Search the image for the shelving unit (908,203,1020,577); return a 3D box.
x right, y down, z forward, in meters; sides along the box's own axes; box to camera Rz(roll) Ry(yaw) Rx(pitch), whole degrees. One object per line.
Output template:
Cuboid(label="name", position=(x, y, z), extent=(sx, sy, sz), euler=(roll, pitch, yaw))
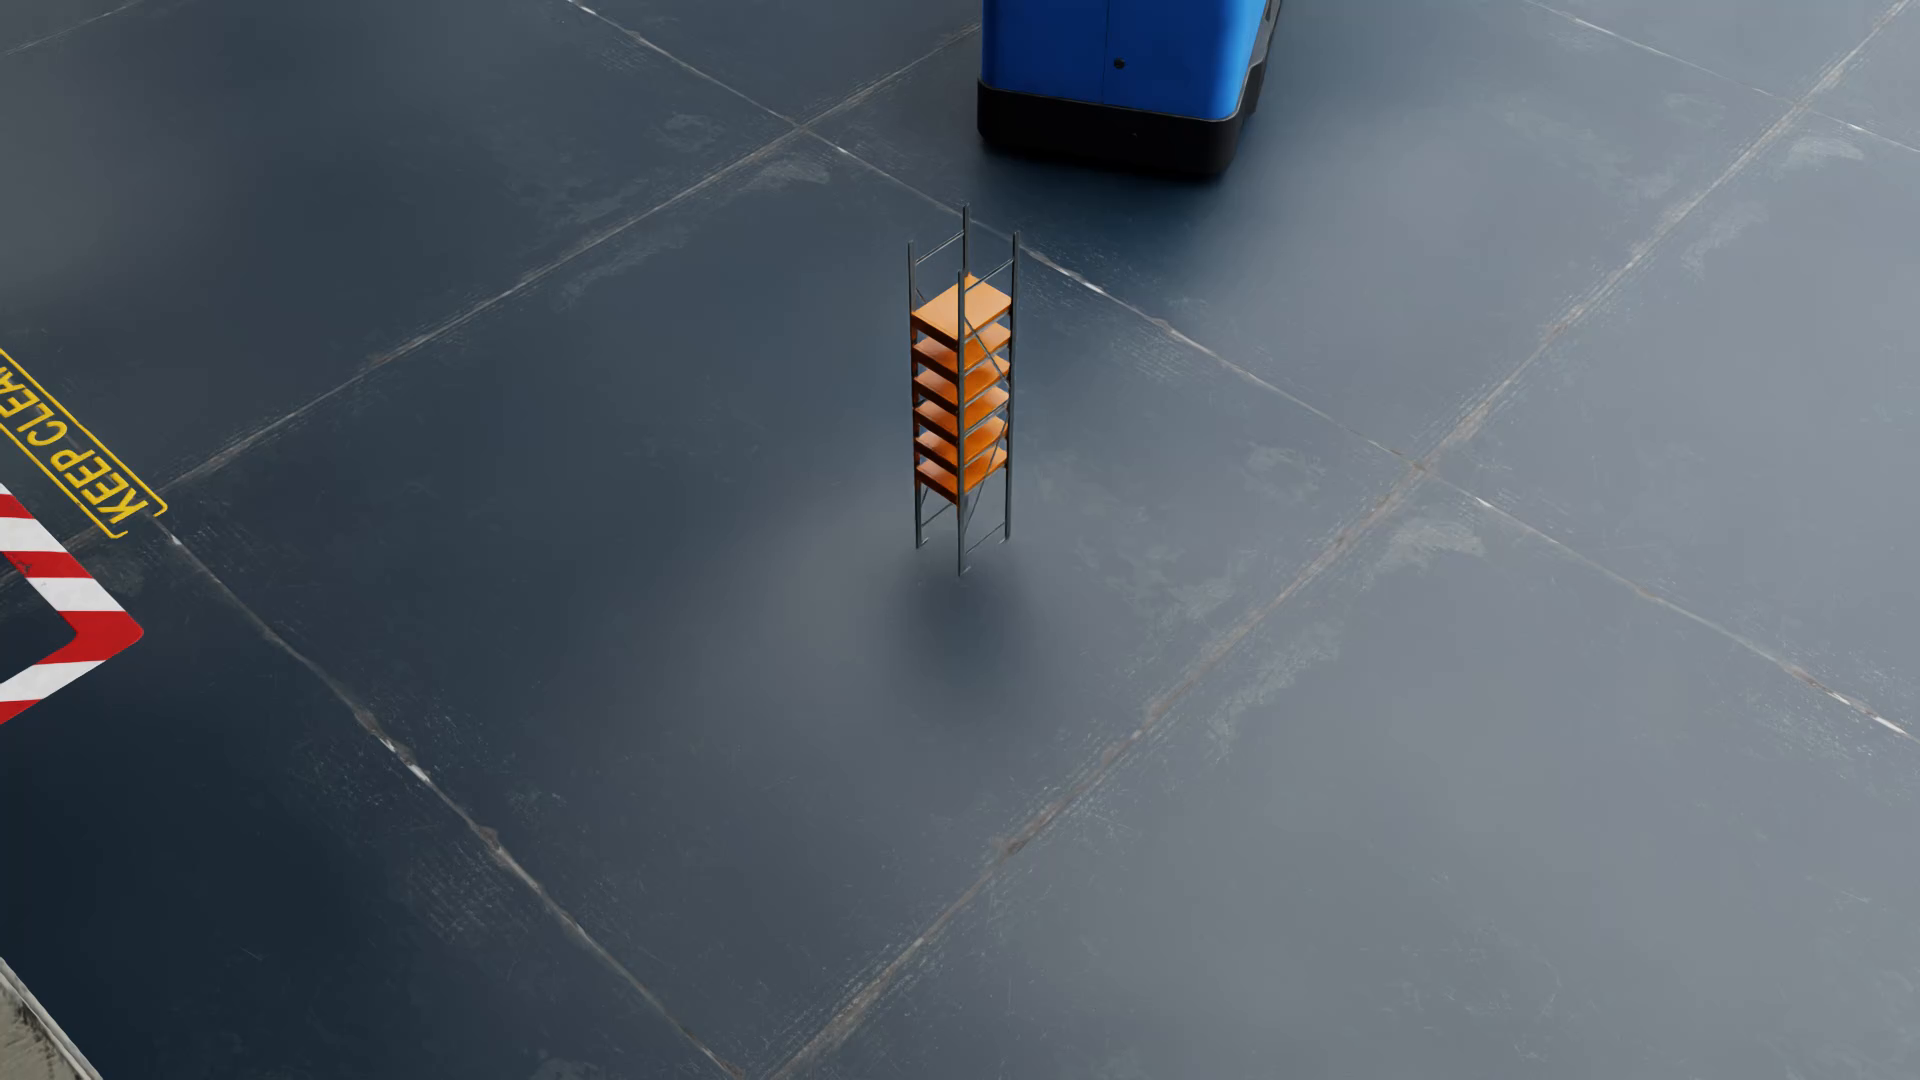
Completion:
Cuboid(label="shelving unit", position=(0.011, -0.404, 4.899), extent=(0.189, 1.200, 0.258), euler=(34, 55, 28))

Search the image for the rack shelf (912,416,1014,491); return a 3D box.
Cuboid(label="rack shelf", position=(0.011, -0.291, 5.019), extent=(0.180, 0.103, 0.258), euler=(34, 55, 28))

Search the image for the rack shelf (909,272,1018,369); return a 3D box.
Cuboid(label="rack shelf", position=(0.011, -0.620, 4.669), extent=(0.180, 0.103, 0.258), euler=(34, 55, 28))

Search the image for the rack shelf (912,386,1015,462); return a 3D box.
Cuboid(label="rack shelf", position=(0.011, -0.373, 4.932), extent=(0.180, 0.103, 0.258), euler=(34, 55, 28))

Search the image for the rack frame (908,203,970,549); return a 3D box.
Cuboid(label="rack frame", position=(-0.057, -0.449, 4.942), extent=(0.006, 1.200, 0.240), euler=(34, 55, 28))

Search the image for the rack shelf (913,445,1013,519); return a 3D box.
Cuboid(label="rack shelf", position=(0.011, -0.209, 5.107), extent=(0.180, 0.103, 0.258), euler=(34, 55, 28))

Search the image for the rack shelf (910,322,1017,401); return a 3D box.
Cuboid(label="rack shelf", position=(0.011, -0.537, 4.757), extent=(0.180, 0.103, 0.258), euler=(34, 55, 28))

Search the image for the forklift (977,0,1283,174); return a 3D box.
Cuboid(label="forklift", position=(0.949, -3.558, 6.674), extent=(1.130, 2.935, 3.031), euler=(11, 48, 10))

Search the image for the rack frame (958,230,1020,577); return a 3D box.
Cuboid(label="rack frame", position=(0.078, -0.358, 4.857), extent=(0.006, 1.200, 0.240), euler=(34, 55, 28))

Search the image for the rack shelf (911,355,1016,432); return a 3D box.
Cuboid(label="rack shelf", position=(0.011, -0.455, 4.844), extent=(0.180, 0.103, 0.258), euler=(34, 55, 28))
